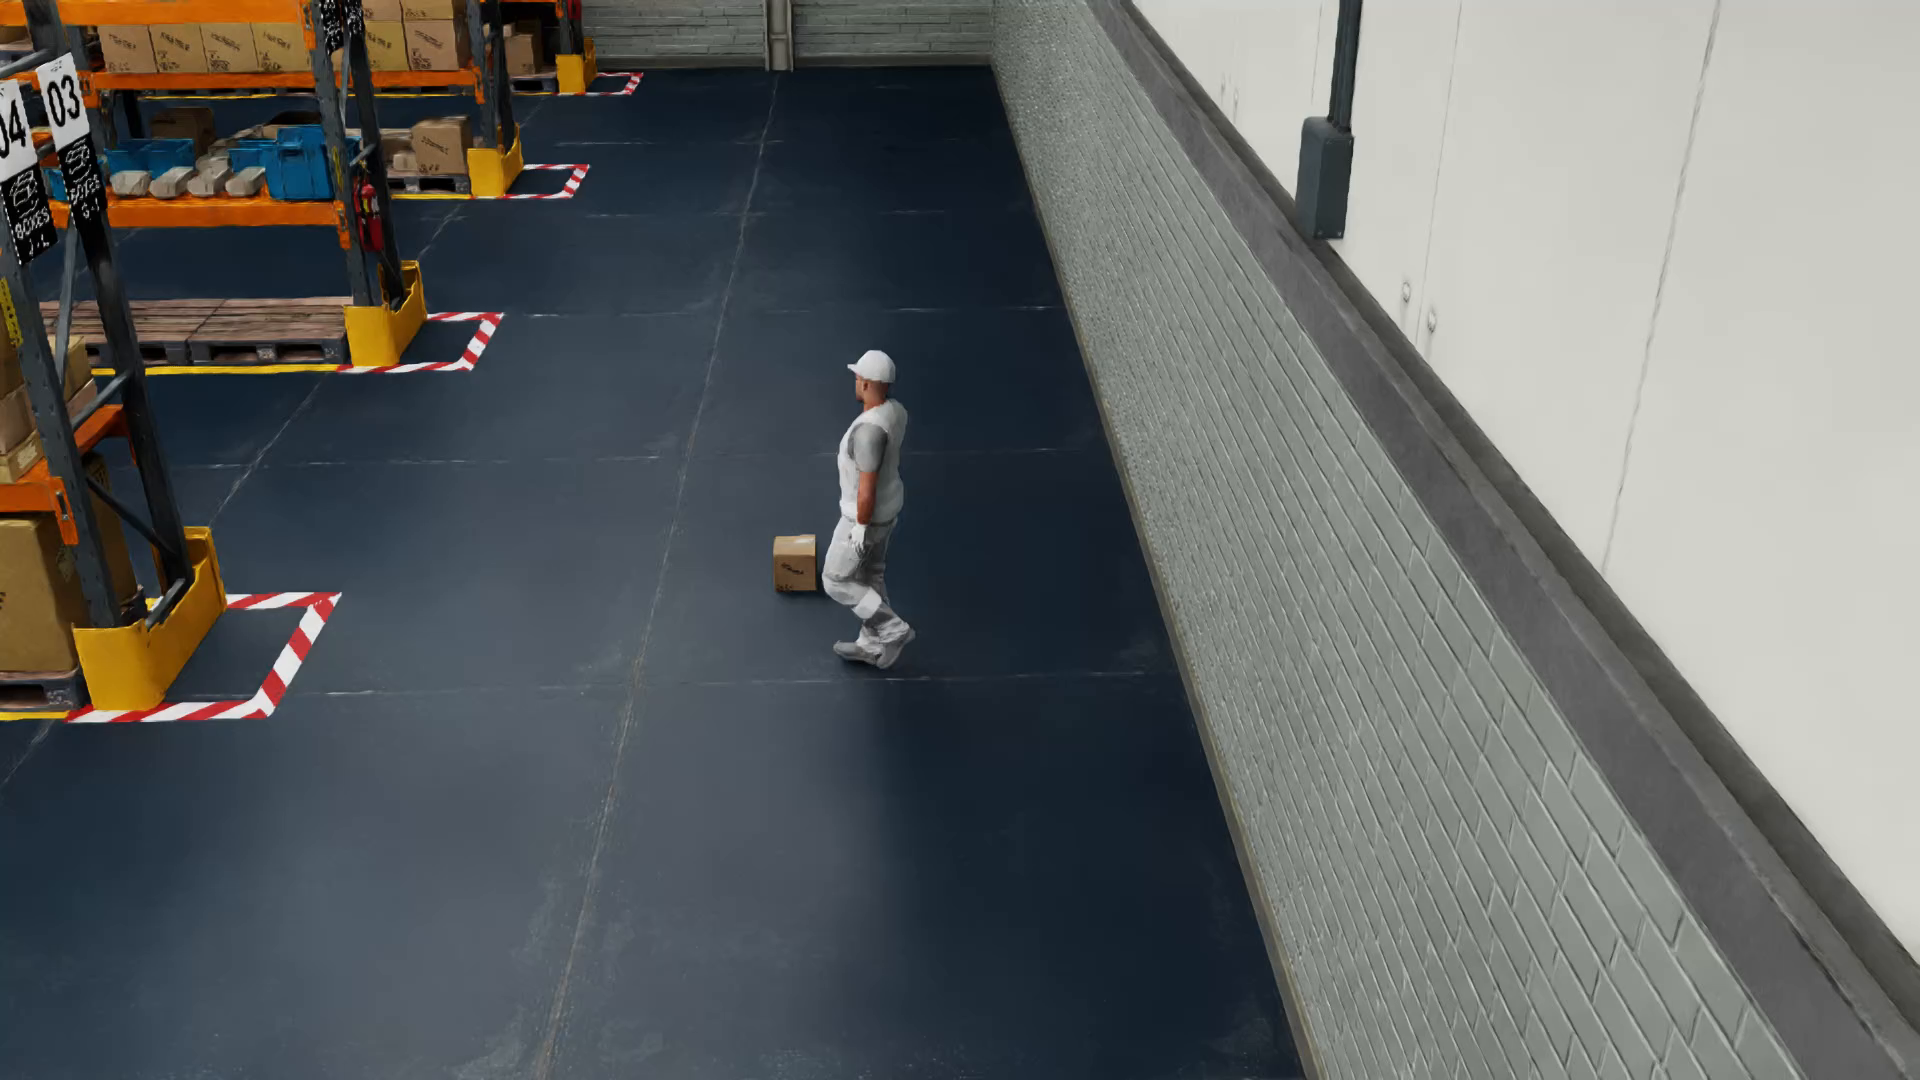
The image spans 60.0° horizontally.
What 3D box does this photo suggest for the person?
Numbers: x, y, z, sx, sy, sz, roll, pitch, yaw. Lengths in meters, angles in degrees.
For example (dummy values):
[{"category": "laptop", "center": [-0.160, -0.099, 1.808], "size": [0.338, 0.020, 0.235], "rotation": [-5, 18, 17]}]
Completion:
[{"category": "person", "center": [-0.452, -0.138, 8.836], "size": [0.508, 1.772, 0.566], "rotation": [7, 28, 13]}]
